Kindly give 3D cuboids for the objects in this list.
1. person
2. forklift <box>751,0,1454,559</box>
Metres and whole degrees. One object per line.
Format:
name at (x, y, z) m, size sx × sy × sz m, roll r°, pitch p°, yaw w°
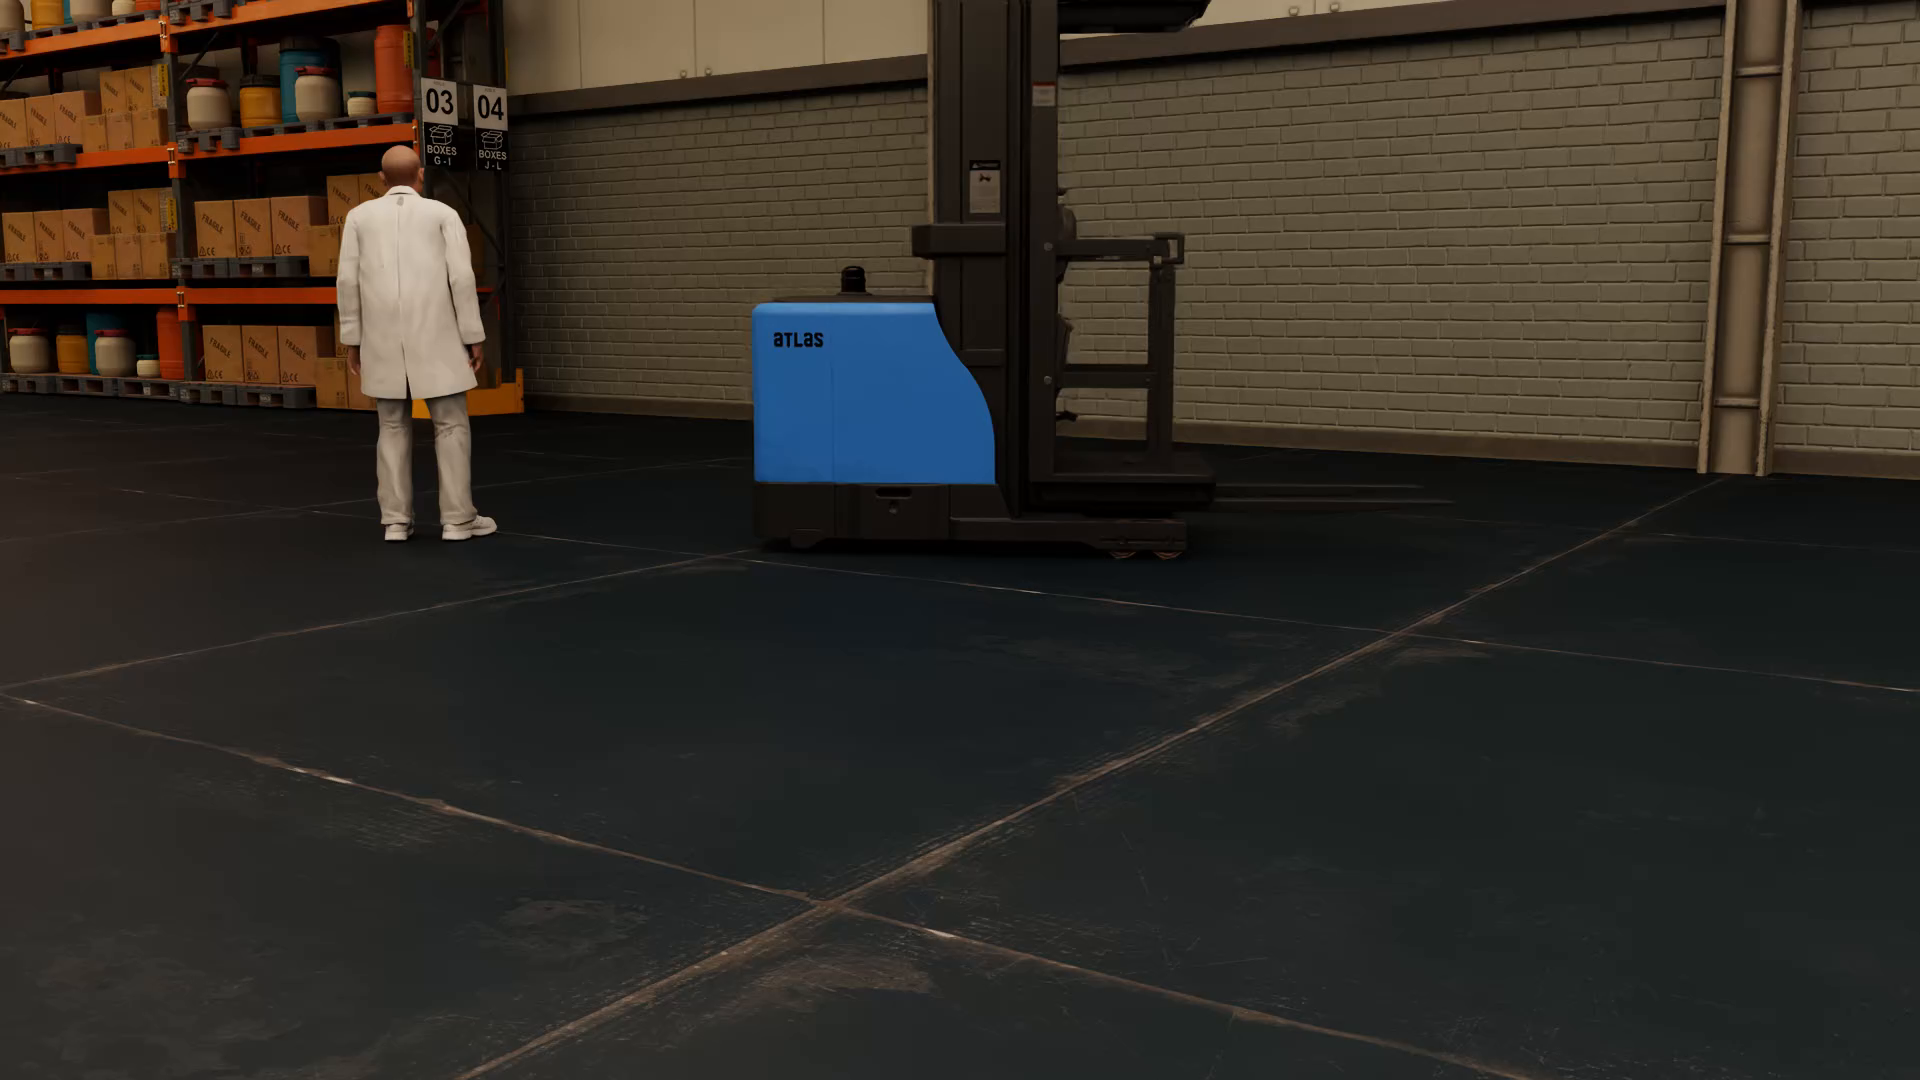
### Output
person at (-2.480, -0.887, 7.543) m, size 0.646 × 1.772 × 0.430 m, roll 0°, pitch 8°, yaw -3°
forklift at (0.631, -1.448, 7.379) m, size 3.031 × 2.935 × 1.130 m, roll 0°, pitch 8°, yaw 3°
